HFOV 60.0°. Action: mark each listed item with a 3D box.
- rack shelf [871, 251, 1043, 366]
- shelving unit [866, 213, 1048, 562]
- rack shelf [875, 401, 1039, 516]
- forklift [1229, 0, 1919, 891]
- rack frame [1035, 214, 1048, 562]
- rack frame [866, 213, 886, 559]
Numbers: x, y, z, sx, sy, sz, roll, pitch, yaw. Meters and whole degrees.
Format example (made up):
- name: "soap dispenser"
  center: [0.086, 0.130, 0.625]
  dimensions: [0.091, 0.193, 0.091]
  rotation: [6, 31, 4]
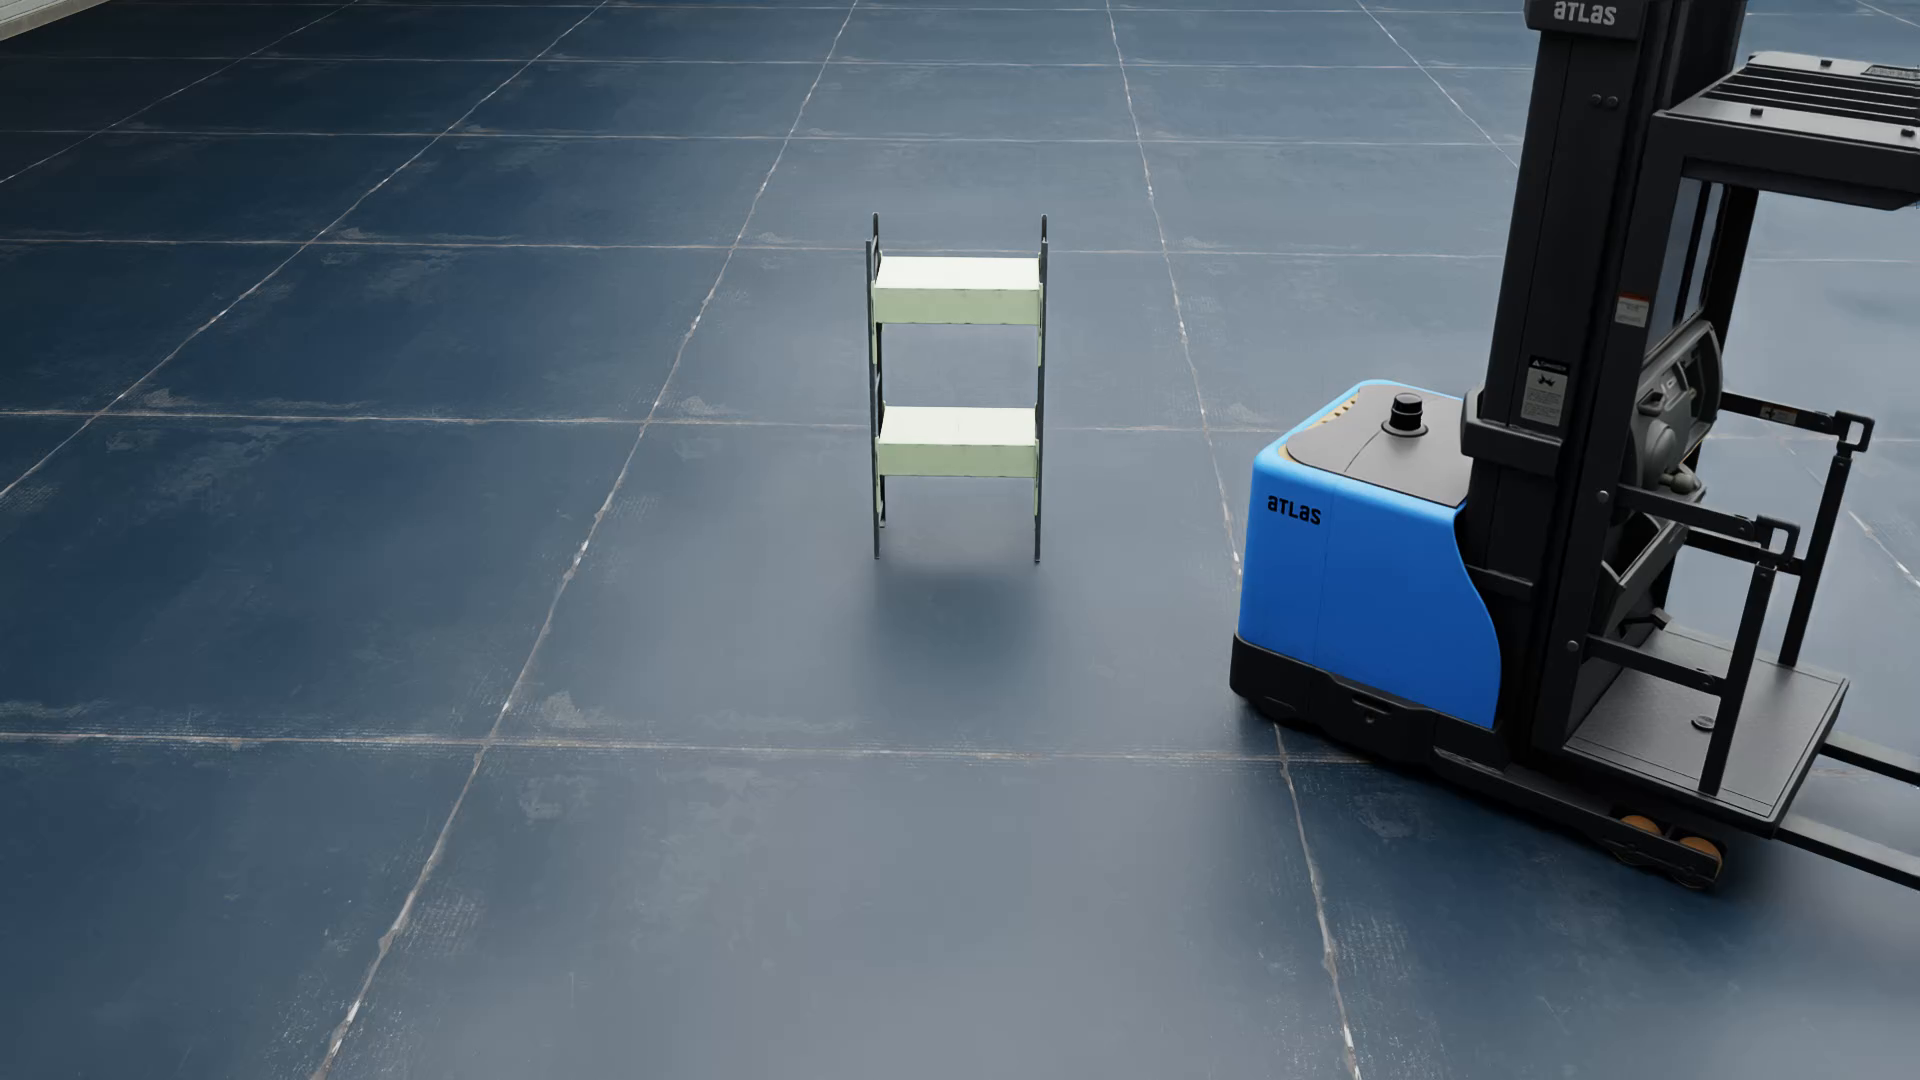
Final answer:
- name: "rack shelf"
  center: [-0.007, -1.008, 7.216]
  dimensions: [0.720, 0.370, 0.431]
  rotation: [1, 28, 2]
- name: "shelving unit"
  center: [-0.007, -0.663, 7.399]
  dimensions: [0.755, 1.500, 0.431]
  rotation: [1, 28, 2]
- name: "rack shelf"
  center: [-0.007, -0.375, 7.552]
  dimensions: [0.720, 0.370, 0.431]
  rotation: [1, 28, 2]
- name: "forklift"
  center: [2.535, -0.415, 5.403]
  dimensions: [3.031, 2.935, 1.130]
  rotation: [20, 34, 33]
- name: "rack frame"
  center: [0.359, -0.657, 7.388]
  dimensions: [0.023, 1.500, 0.400]
  rotation: [1, 28, 2]
- name: "rack frame"
  center: [-0.372, -0.669, 7.410]
  dimensions: [0.023, 1.500, 0.400]
  rotation: [1, 28, 2]
